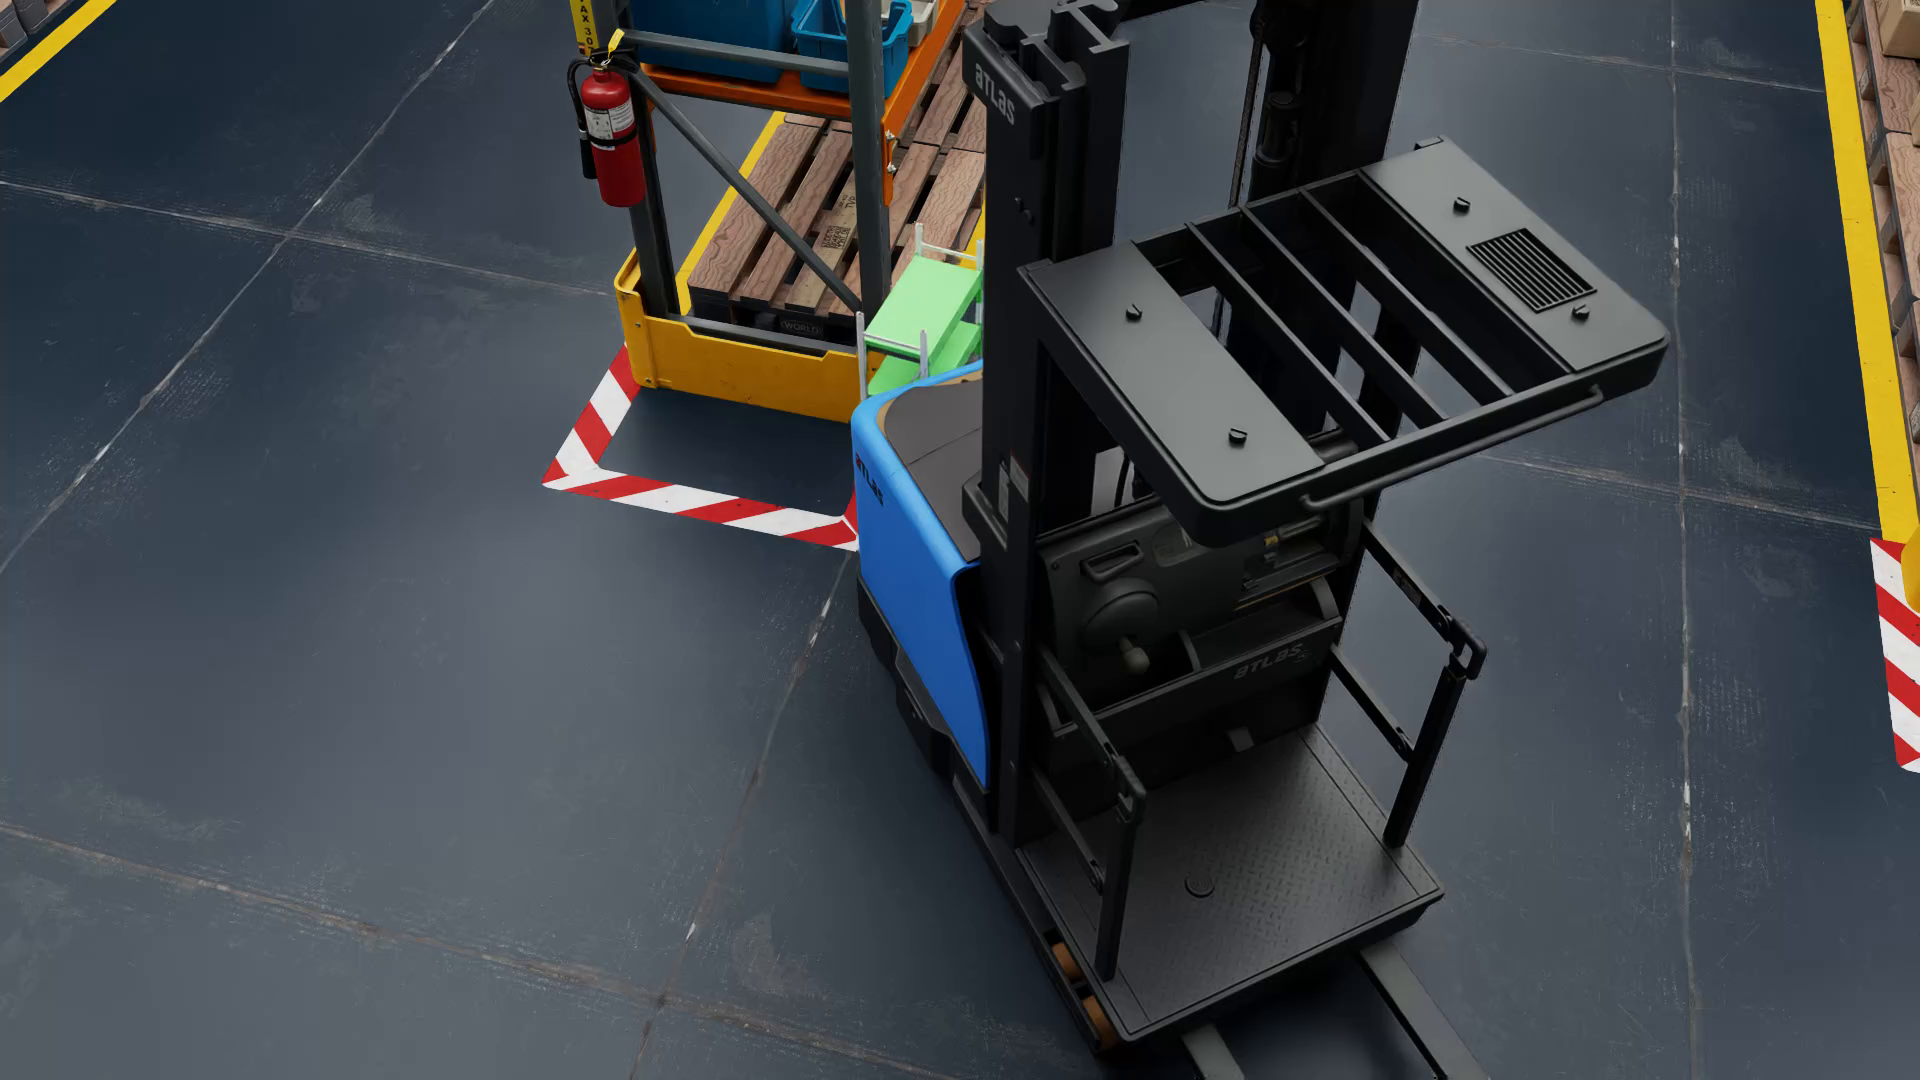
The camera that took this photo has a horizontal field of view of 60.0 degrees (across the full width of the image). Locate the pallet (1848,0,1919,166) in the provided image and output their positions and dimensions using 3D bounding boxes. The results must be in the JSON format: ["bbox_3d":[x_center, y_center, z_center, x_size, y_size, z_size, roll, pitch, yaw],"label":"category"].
[{"bbox_3d":[4.891,-2.157,8.014,1.003,0.211,1.213,12,50,10],"label":"pallet"}]

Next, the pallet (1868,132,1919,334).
[{"bbox_3d":[4.572,-1.272,7.232,1.003,0.211,1.213,12,50,10],"label":"pallet"}]

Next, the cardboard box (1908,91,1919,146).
[{"bbox_3d":[4.535,-1.896,7.519,0.380,0.166,0.250,12,50,10],"label":"cardboard box"}]

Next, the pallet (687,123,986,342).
[{"bbox_3d":[-0.503,-1.330,7.283,1.003,0.211,1.213,12,50,10],"label":"pallet"}]

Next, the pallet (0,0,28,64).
[{"bbox_3d":[-5.401,-2.312,8.150,1.003,0.211,1.213,12,50,10],"label":"pallet"}]

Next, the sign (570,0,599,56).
[{"bbox_3d":[-1.293,-1.815,5.742,0.100,0.325,0.005,12,50,10],"label":"sign"}]

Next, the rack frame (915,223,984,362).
[{"bbox_3d":[-0.036,-0.630,6.006,0.240,1.200,0.015,17,51,14],"label":"rack frame"}]

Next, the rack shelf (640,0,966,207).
[{"bbox_3d":[-0.232,-2.872,7.264,1.077,0.370,4.000,12,50,10],"label":"rack shelf"}]

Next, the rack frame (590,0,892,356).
[{"bbox_3d":[-0.758,-1.664,5.718,1.000,3.000,0.127,12,50,10],"label":"rack frame"}]

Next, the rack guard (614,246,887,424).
[{"bbox_3d":[-0.752,-0.817,6.637,1.175,0.500,0.348,12,50,10],"label":"rack guard"}]

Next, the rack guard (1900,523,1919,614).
[{"bbox_3d":[4.040,0.089,5.838,1.175,0.500,0.348,12,50,10],"label":"rack guard"}]

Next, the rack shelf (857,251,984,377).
[{"bbox_3d":[-0.126,-0.736,5.544,0.258,0.148,0.480,17,51,14],"label":"rack shelf"}]

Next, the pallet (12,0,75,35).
[{"bbox_3d":[-5.078,-3.192,8.926,1.003,0.211,1.213,12,50,10],"label":"pallet"}]

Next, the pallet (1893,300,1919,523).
[{"bbox_3d":[4.249,-0.393,6.456,1.003,0.211,1.213,12,50,10],"label":"pallet"}]

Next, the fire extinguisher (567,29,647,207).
[{"bbox_3d":[-1.236,-1.495,5.869,0.296,0.674,0.183,12,50,10],"label":"fire extinguisher"}]

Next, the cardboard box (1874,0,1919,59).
[{"bbox_3d":[4.753,-2.572,8.019,0.500,0.311,0.500,12,50,10],"label":"cardboard box"}]

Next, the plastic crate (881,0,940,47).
[{"bbox_3d":[-0.211,-1.926,6.085,0.250,0.136,0.298,12,50,10],"label":"plastic crate"}]

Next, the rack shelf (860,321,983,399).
[{"bbox_3d":[-0.127,-0.577,5.724,0.258,0.148,0.480,17,51,14],"label":"rack shelf"}]

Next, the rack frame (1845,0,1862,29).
[{"bbox_3d":[5.073,-3.577,7.406,1.000,3.000,0.127,12,50,10],"label":"rack frame"}]

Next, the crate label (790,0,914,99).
[{"bbox_3d":[-0.375,-1.742,5.858,0.416,0.233,0.303,12,50,10],"label":"crate label"}]

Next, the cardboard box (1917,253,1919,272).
[{"bbox_3d":[4.204,-1.042,6.710,0.500,0.250,0.500,12,50,10],"label":"cardboard box"}]

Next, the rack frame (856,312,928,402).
[{"bbox_3d":[-0.217,-0.291,5.706,0.240,1.200,0.015,17,51,14],"label":"rack frame"}]

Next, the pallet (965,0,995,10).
[{"bbox_3d":[0.139,-3.095,8.841,1.003,0.211,1.213,12,50,10],"label":"pallet"}]

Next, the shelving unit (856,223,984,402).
[{"bbox_3d":[-0.127,-0.461,5.856,0.258,1.200,0.503,17,51,14],"label":"shelving unit"}]

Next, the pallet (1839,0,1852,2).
[{"bbox_3d":[5.250,-3.250,8.978,1.003,0.211,1.213,12,50,10],"label":"pallet"}]

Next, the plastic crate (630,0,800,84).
[{"bbox_3d":[-0.850,-1.974,5.928,0.616,0.435,0.499,12,50,10],"label":"plastic crate"}]

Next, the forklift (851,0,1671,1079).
[{"bbox_3d":[0.736,0.149,4.163,1.130,2.935,3.031,-20,52,-17],"label":"forklift"}]

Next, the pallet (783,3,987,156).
[{"bbox_3d":[-0.180,-2.210,8.059,1.003,0.211,1.213,12,50,10],"label":"pallet"}]
